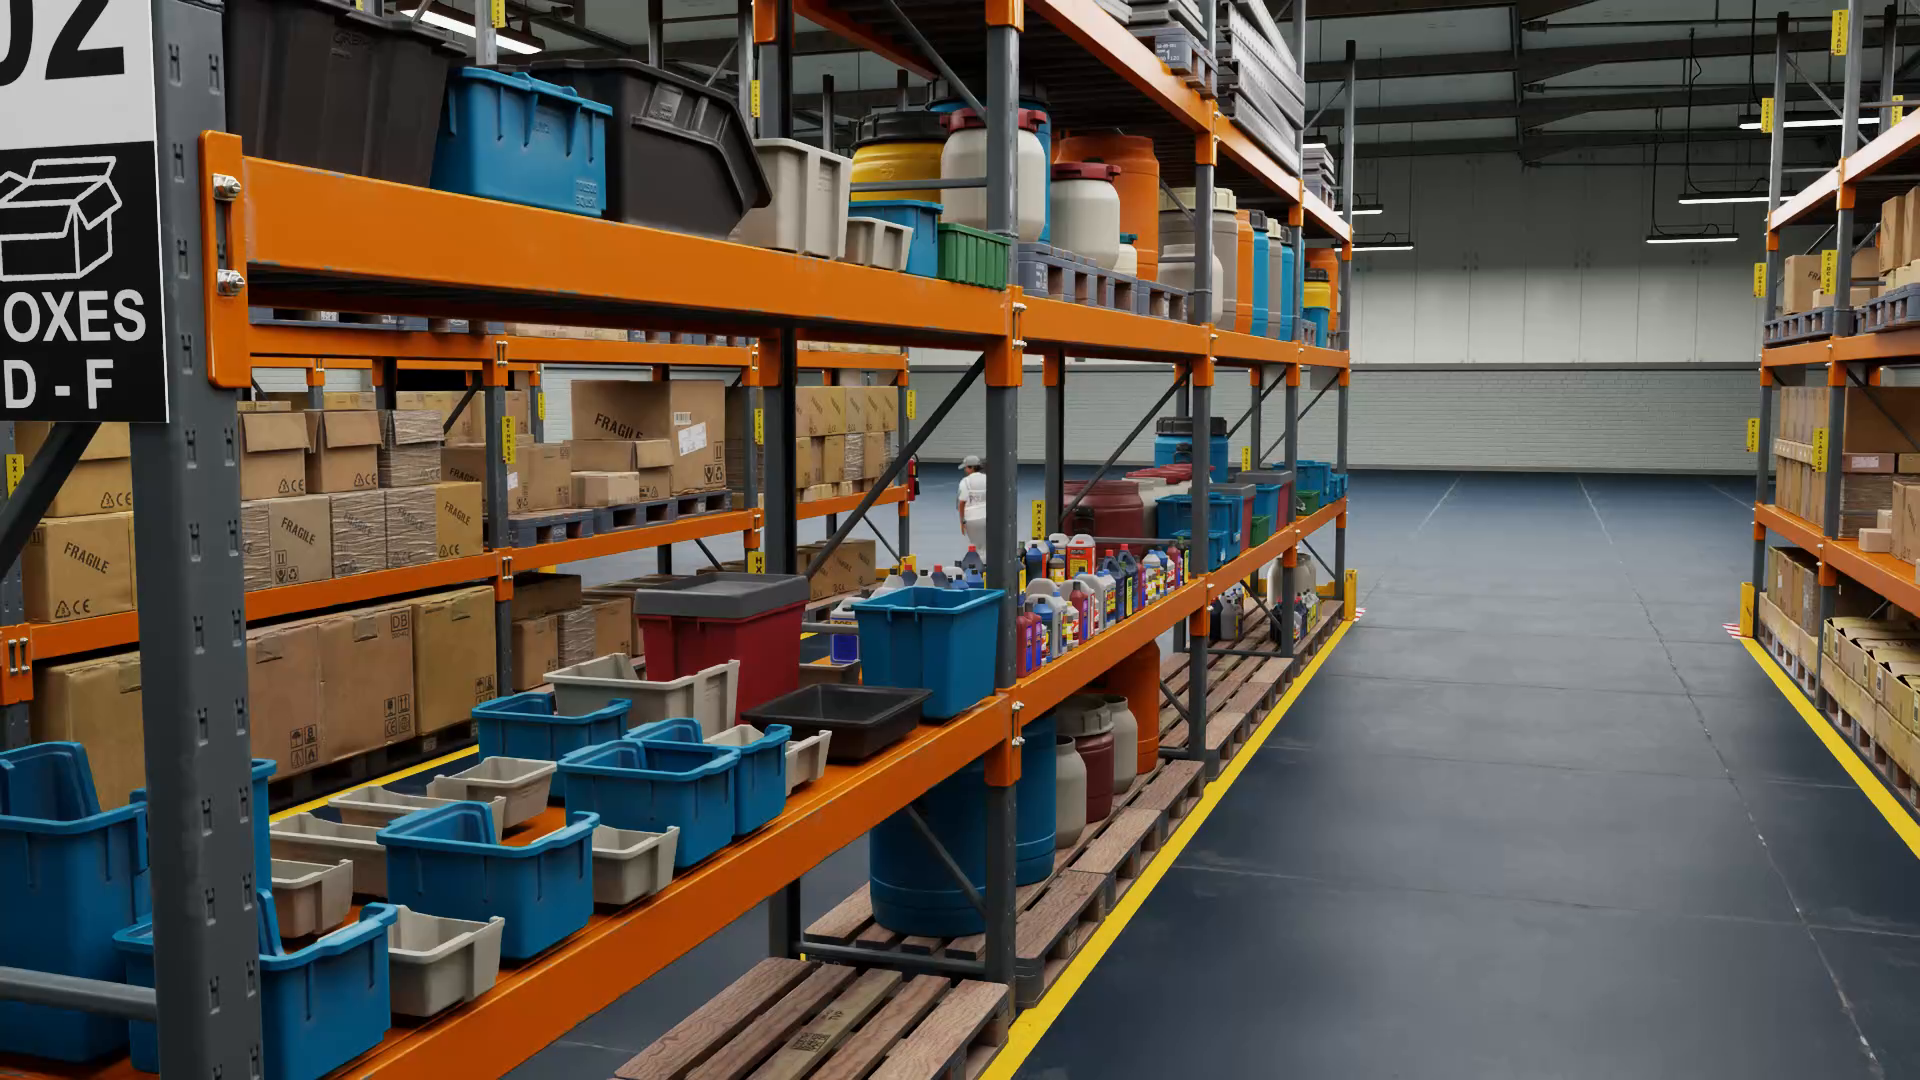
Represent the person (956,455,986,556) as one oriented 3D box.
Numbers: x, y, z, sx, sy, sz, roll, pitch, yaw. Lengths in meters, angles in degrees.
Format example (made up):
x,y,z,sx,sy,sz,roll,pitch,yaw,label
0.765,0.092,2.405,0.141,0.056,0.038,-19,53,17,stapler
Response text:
x,y,z,sx,sy,sz,roll,pitch,yaw,label
0.231,-0.234,20.202,0.564,1.593,0.904,-3,6,-31,person
